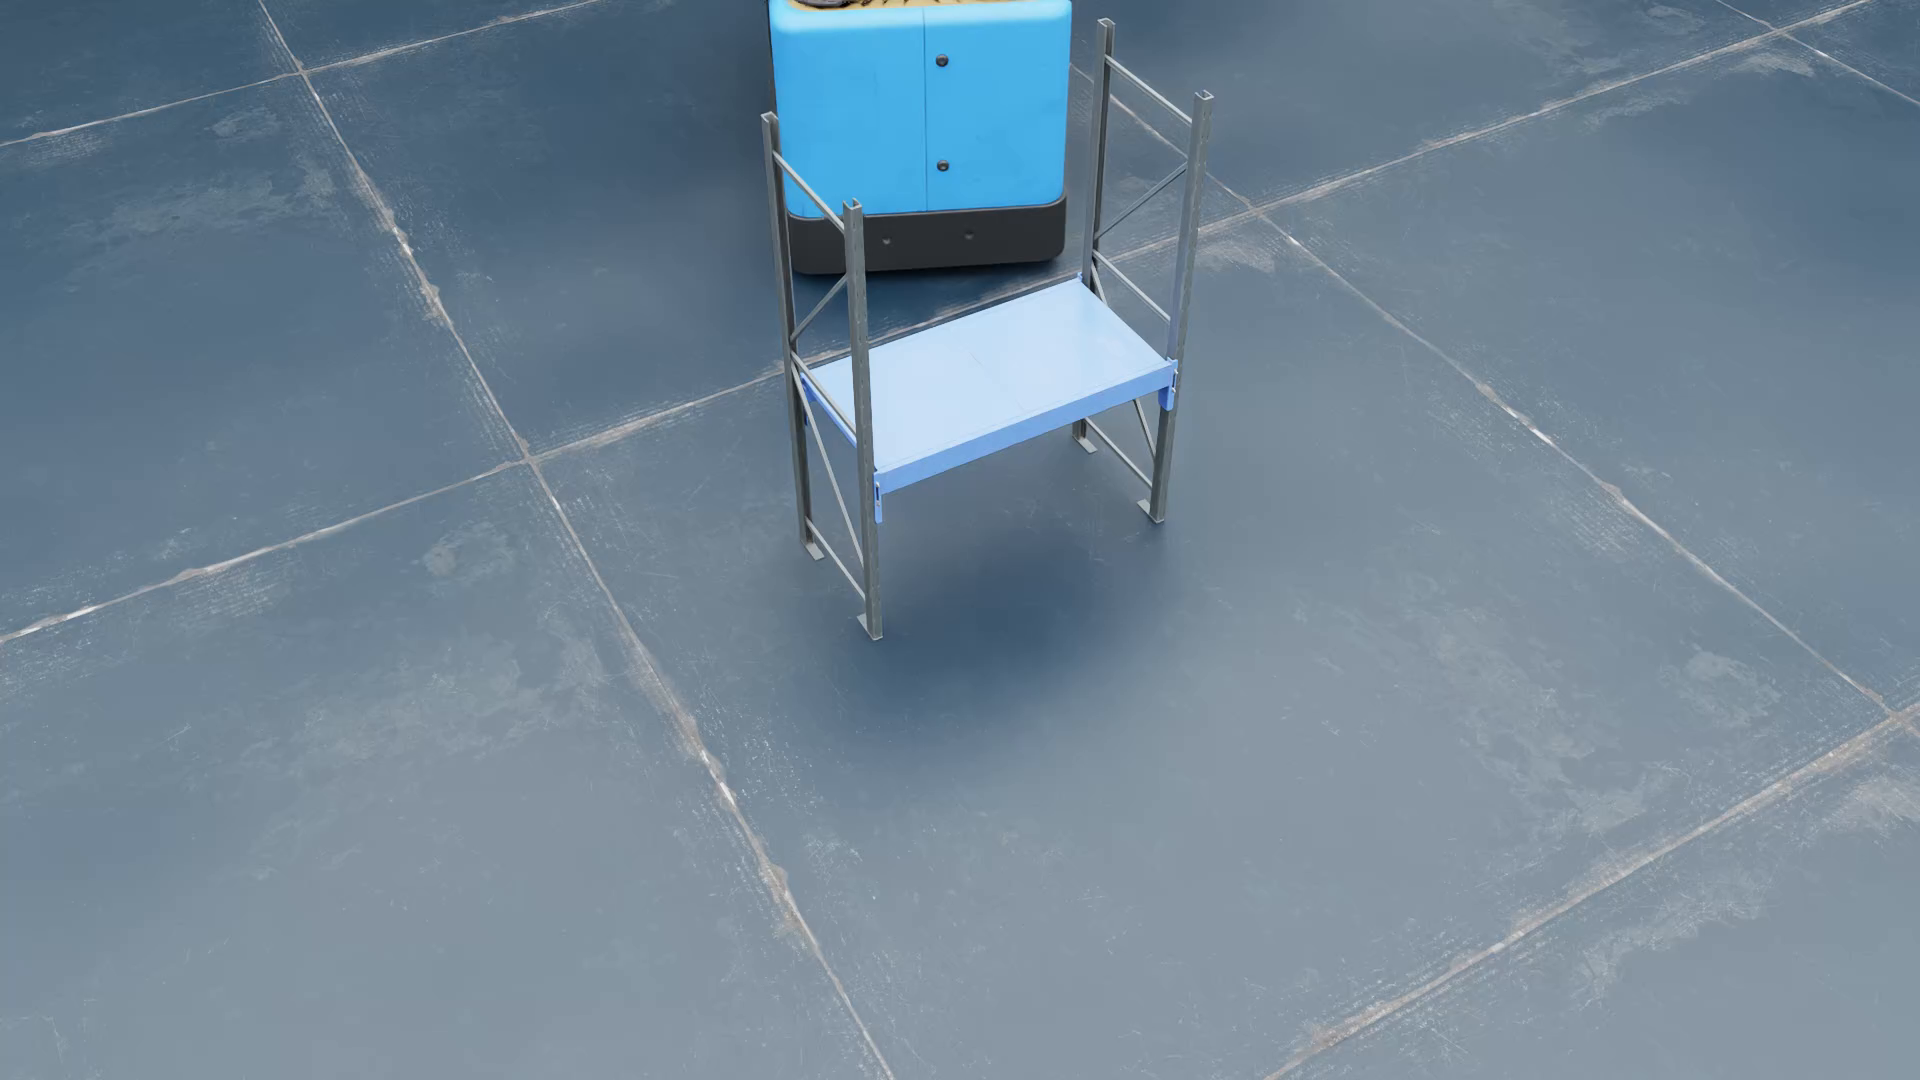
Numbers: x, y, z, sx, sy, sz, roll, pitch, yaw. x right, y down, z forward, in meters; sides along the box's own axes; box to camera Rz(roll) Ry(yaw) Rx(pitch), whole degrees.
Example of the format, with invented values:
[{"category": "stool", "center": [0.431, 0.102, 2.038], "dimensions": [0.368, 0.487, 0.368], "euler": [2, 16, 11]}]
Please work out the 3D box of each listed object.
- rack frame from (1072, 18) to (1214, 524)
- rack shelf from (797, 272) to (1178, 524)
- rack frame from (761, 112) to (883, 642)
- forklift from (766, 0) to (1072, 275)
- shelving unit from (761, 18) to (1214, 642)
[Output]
[{"category": "rack frame", "center": [0.515, -0.744, 4.940], "dimensions": [0.032, 1.500, 0.500], "euler": [-22, 48, -21]}, {"category": "rack shelf", "center": [0.074, -0.439, 4.883], "dimensions": [1.000, 0.185, 0.538], "euler": [-22, 48, -21]}, {"category": "rack frame", "center": [-0.367, -0.391, 4.576], "dimensions": [0.032, 1.500, 0.500], "euler": [-22, 48, -21]}, {"category": "forklift", "center": [-0.273, -3.061, 6.299], "dimensions": [1.130, 2.935, 3.031], "euler": [-4, 44, -4]}, {"category": "shelving unit", "center": [0.074, -0.568, 4.758], "dimensions": [1.048, 1.500, 0.538], "euler": [-22, 48, -21]}]
